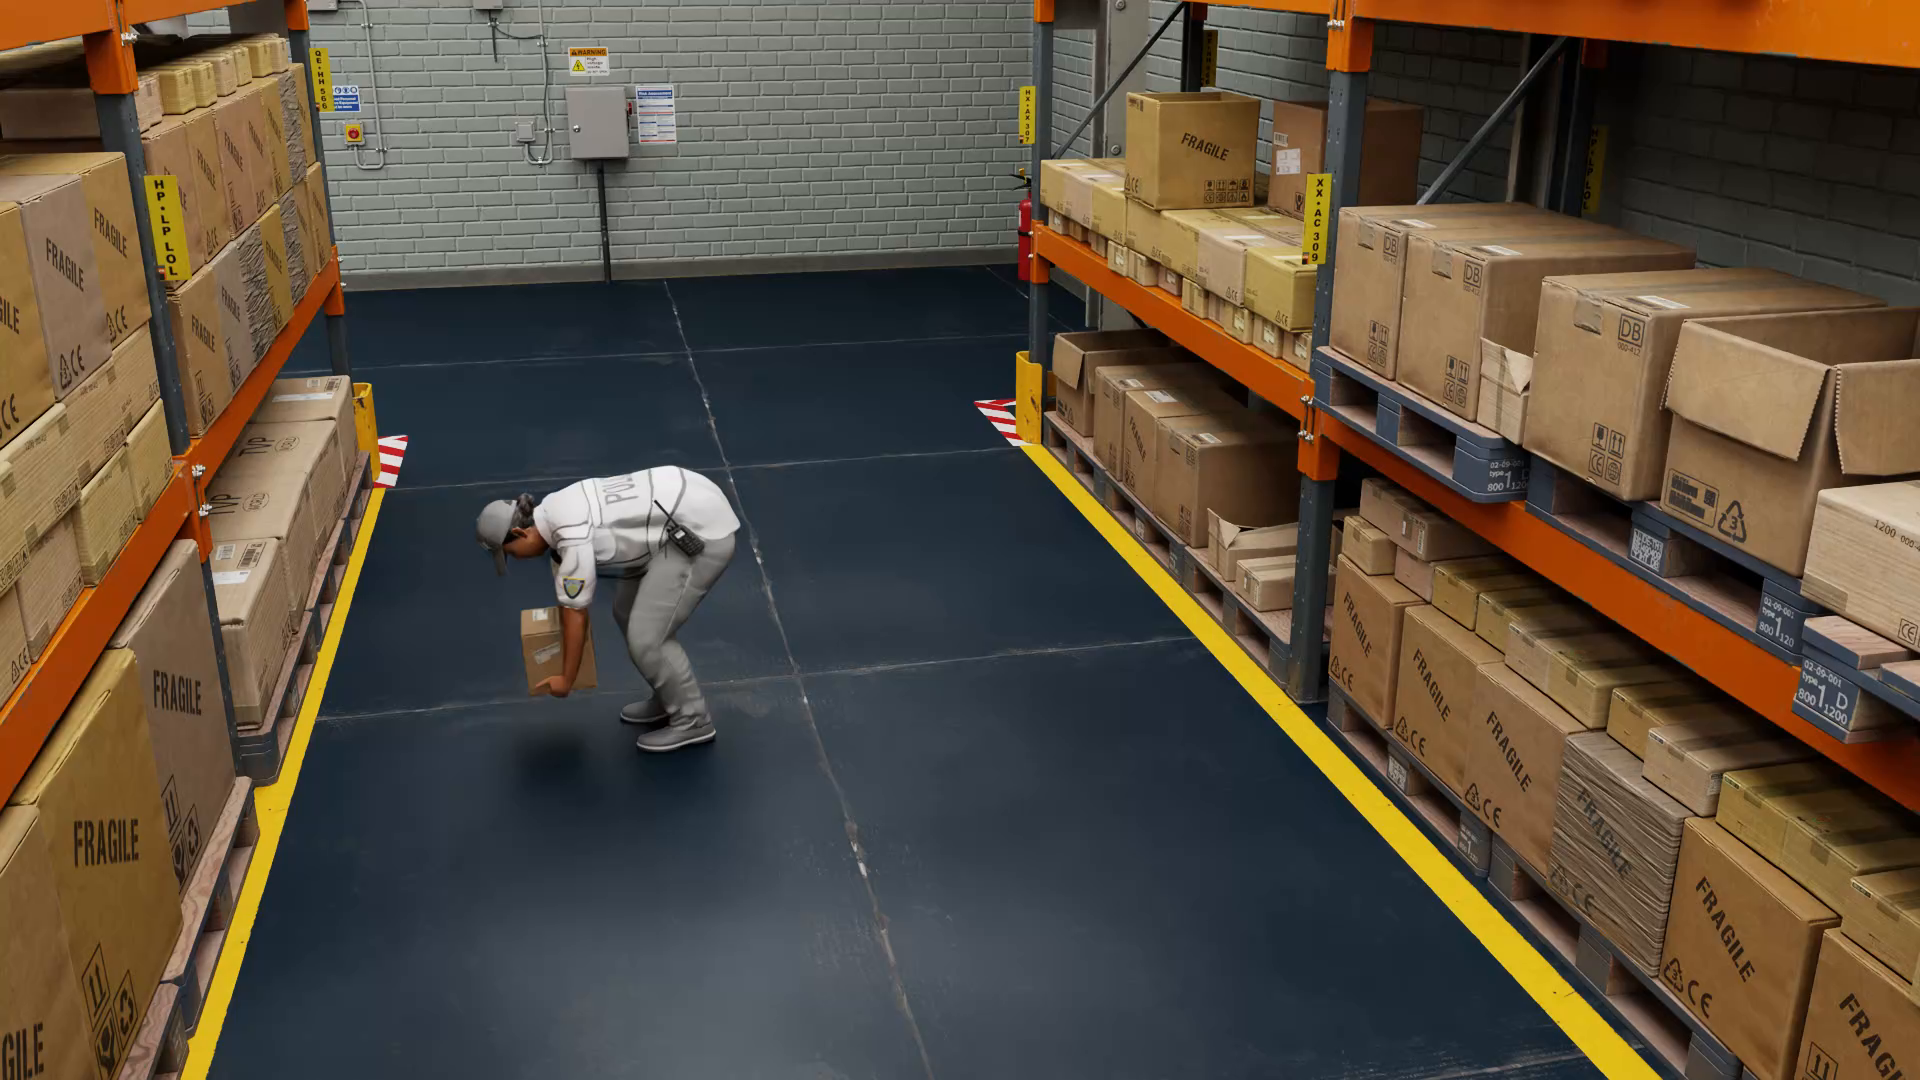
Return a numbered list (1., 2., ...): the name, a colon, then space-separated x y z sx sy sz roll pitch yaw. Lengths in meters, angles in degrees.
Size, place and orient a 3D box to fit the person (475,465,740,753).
1. person: -1.296 0.262 6.258 0.952 1.047 0.476 -5 20 -15
